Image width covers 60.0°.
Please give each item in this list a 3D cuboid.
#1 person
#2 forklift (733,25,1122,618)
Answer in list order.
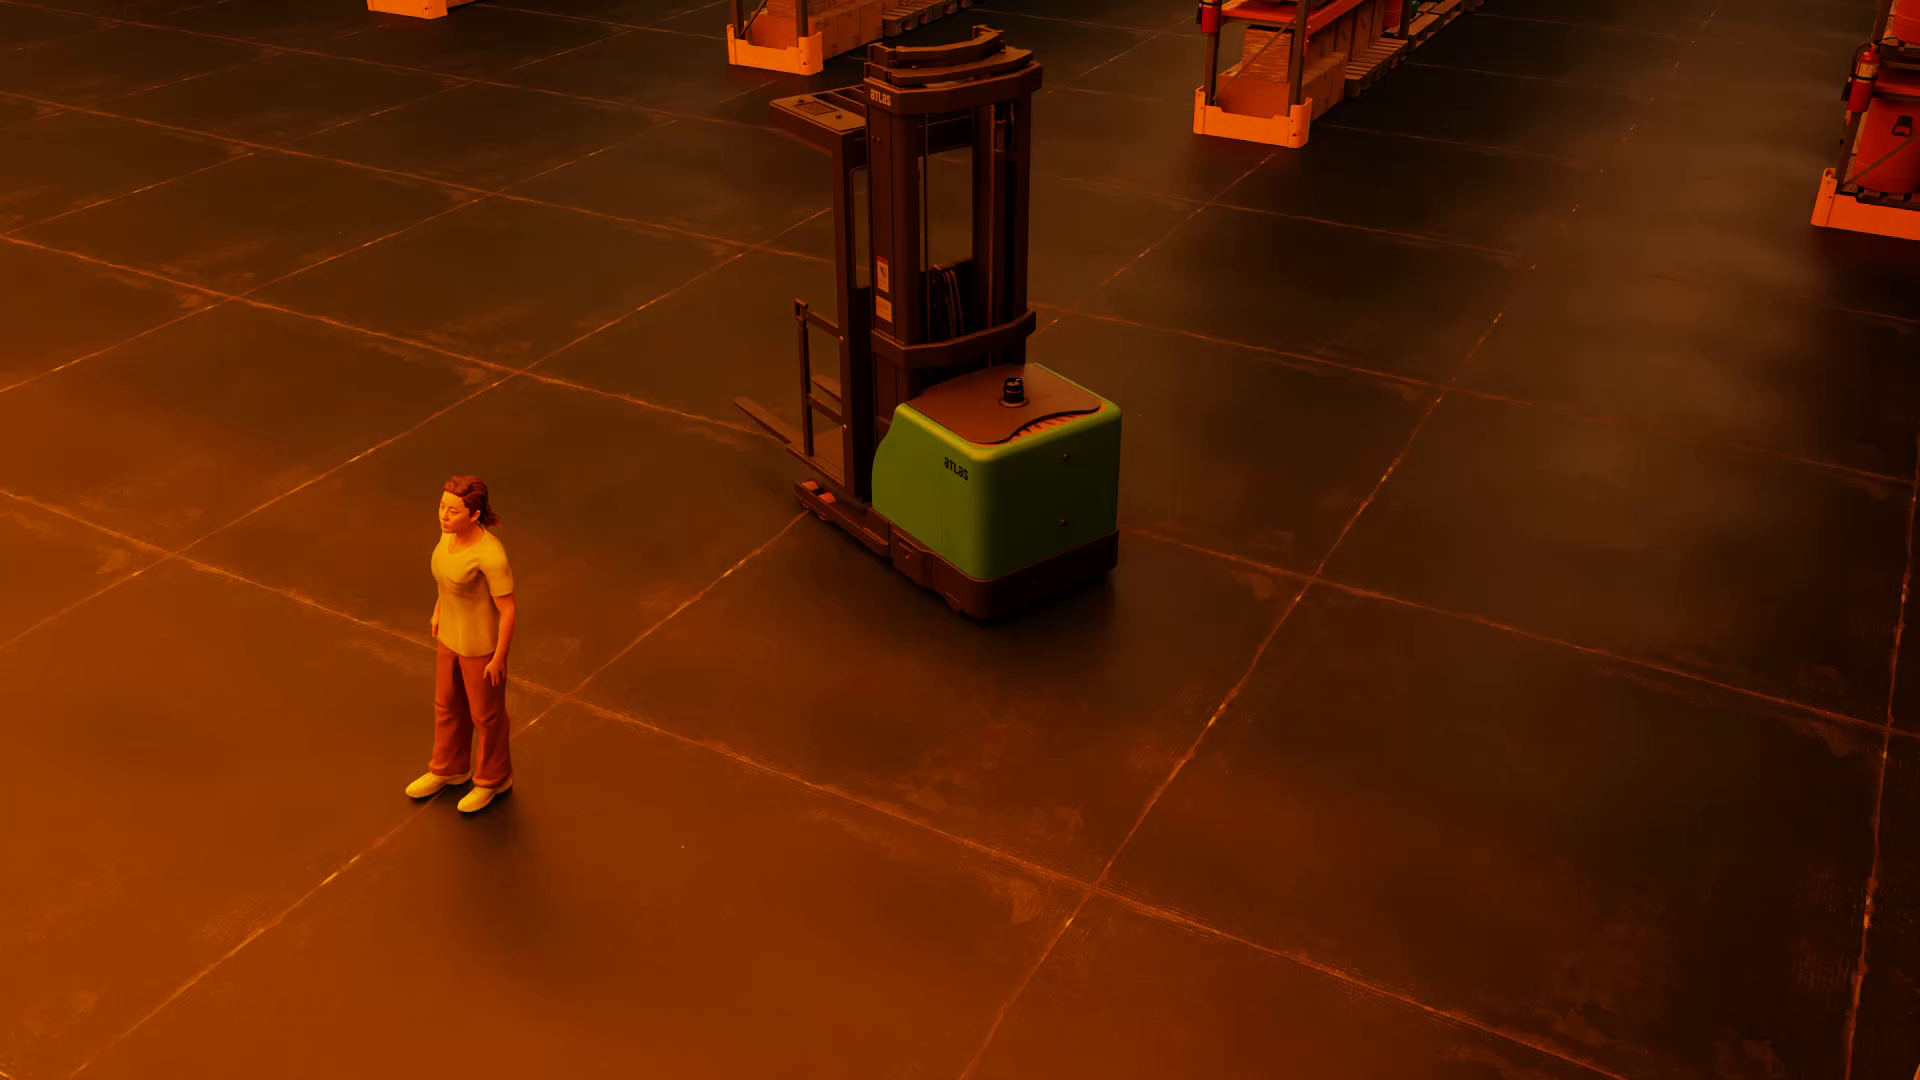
[{"bbox_3d":[-2.252,0.484,7.474,0.554,1.673,0.548,26,39,37],"label":"person"},{"bbox_3d":[-0.369,-1.520,9.704,1.130,2.935,3.031,-20,36,-31],"label":"forklift"}]
